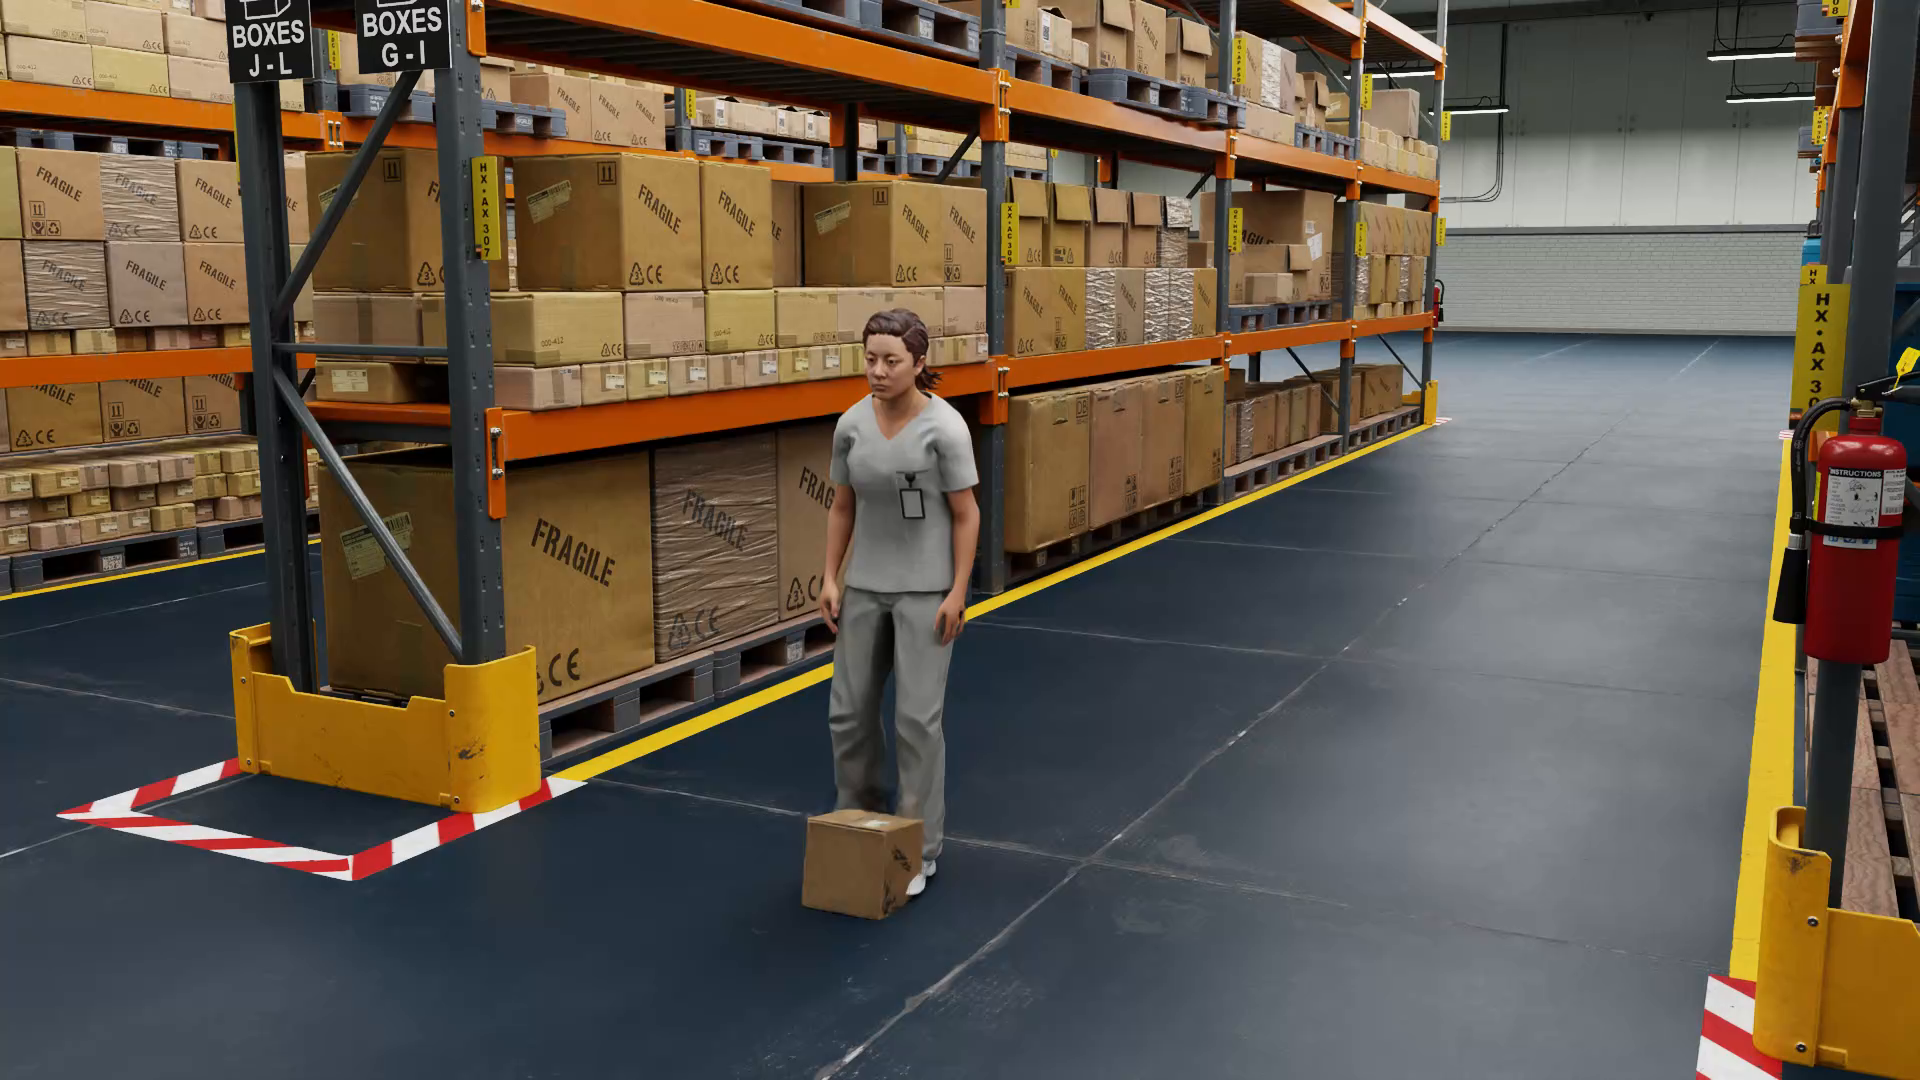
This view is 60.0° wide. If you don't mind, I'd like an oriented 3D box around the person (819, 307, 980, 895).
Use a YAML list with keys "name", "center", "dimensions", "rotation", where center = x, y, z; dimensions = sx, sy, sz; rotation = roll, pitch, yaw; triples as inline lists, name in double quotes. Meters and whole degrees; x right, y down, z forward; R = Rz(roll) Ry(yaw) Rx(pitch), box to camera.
- name: "person"
  center: [-0.196, 0.169, 4.820]
  dimensions: [0.487, 1.673, 0.415]
  rotation: [4, 10, 24]
